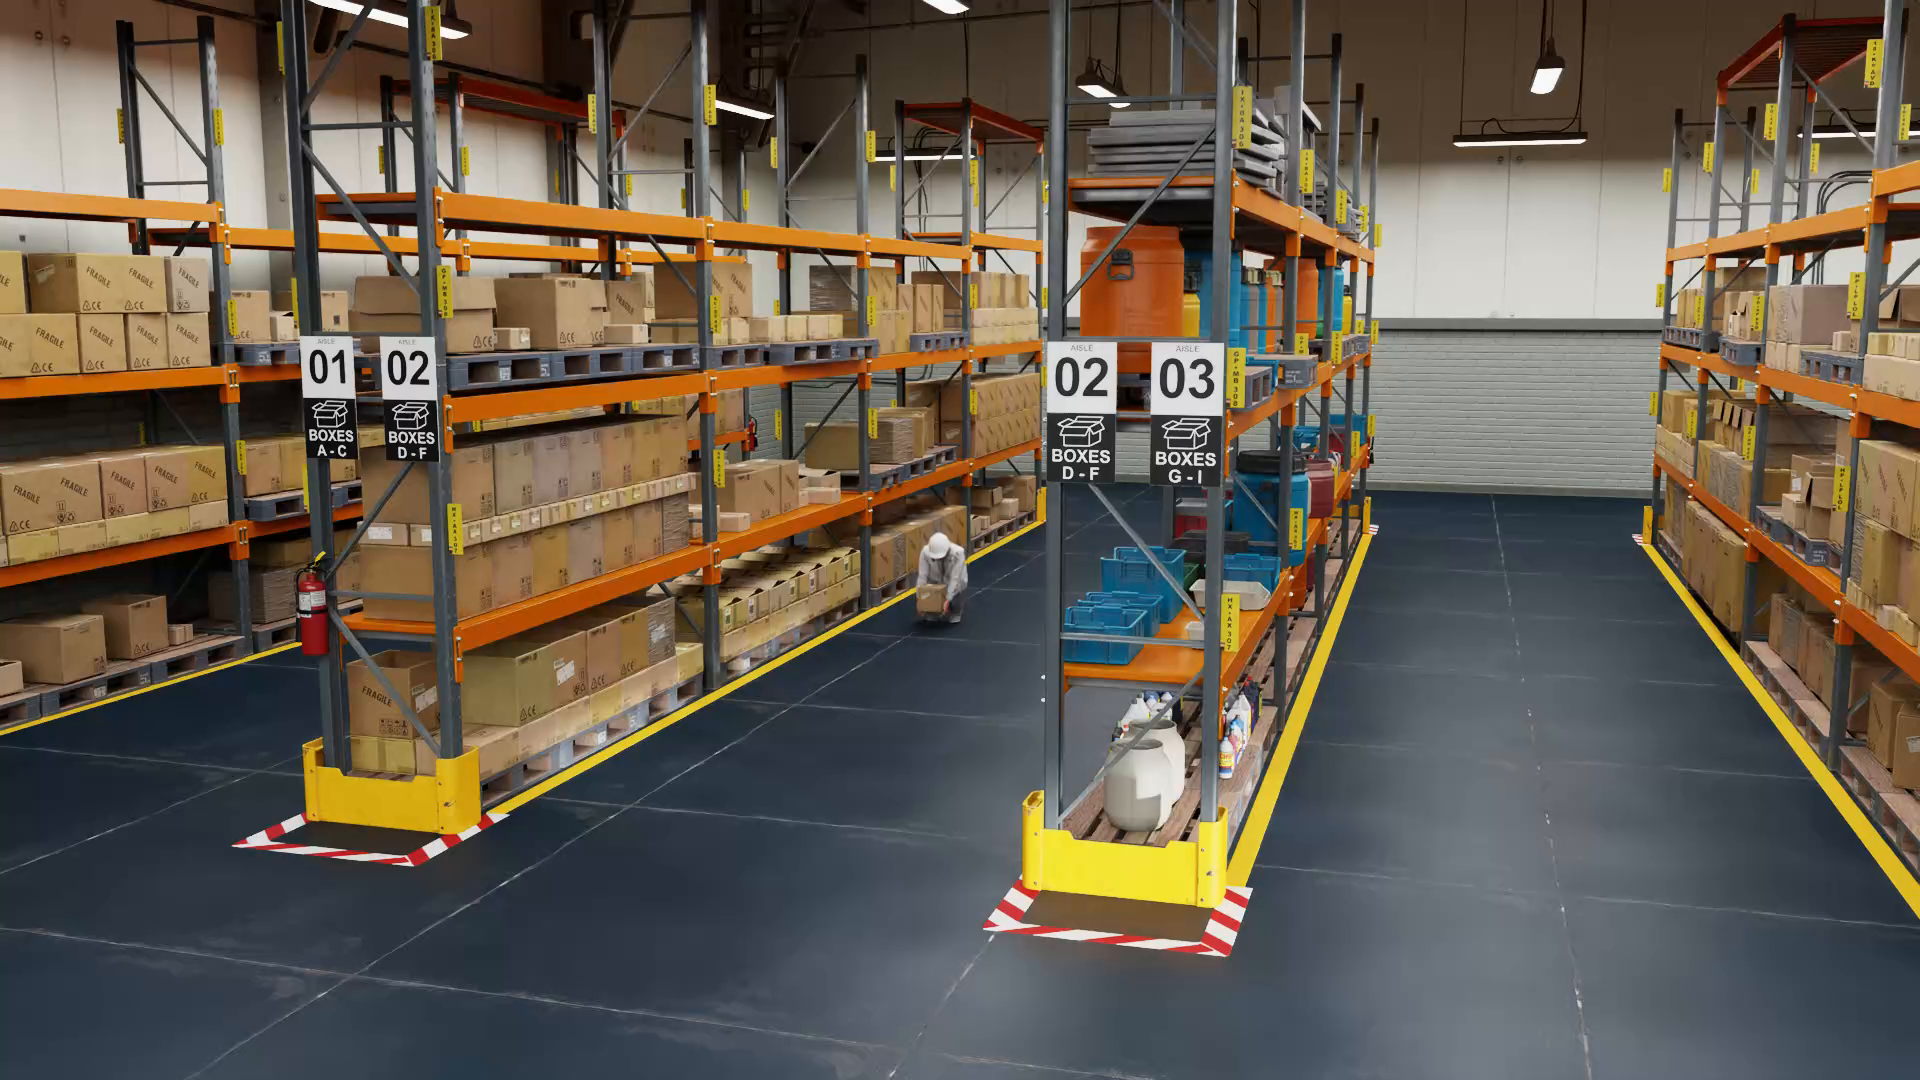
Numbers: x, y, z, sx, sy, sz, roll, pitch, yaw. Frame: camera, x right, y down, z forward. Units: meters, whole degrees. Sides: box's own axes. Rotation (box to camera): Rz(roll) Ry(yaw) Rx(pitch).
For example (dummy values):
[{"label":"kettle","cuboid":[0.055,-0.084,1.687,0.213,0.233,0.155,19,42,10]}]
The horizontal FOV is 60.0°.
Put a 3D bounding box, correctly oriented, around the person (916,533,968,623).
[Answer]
[{"label":"person","cuboid":[-0.186,0.391,17.746,0.523,1.012,0.869,2,9,16]}]
